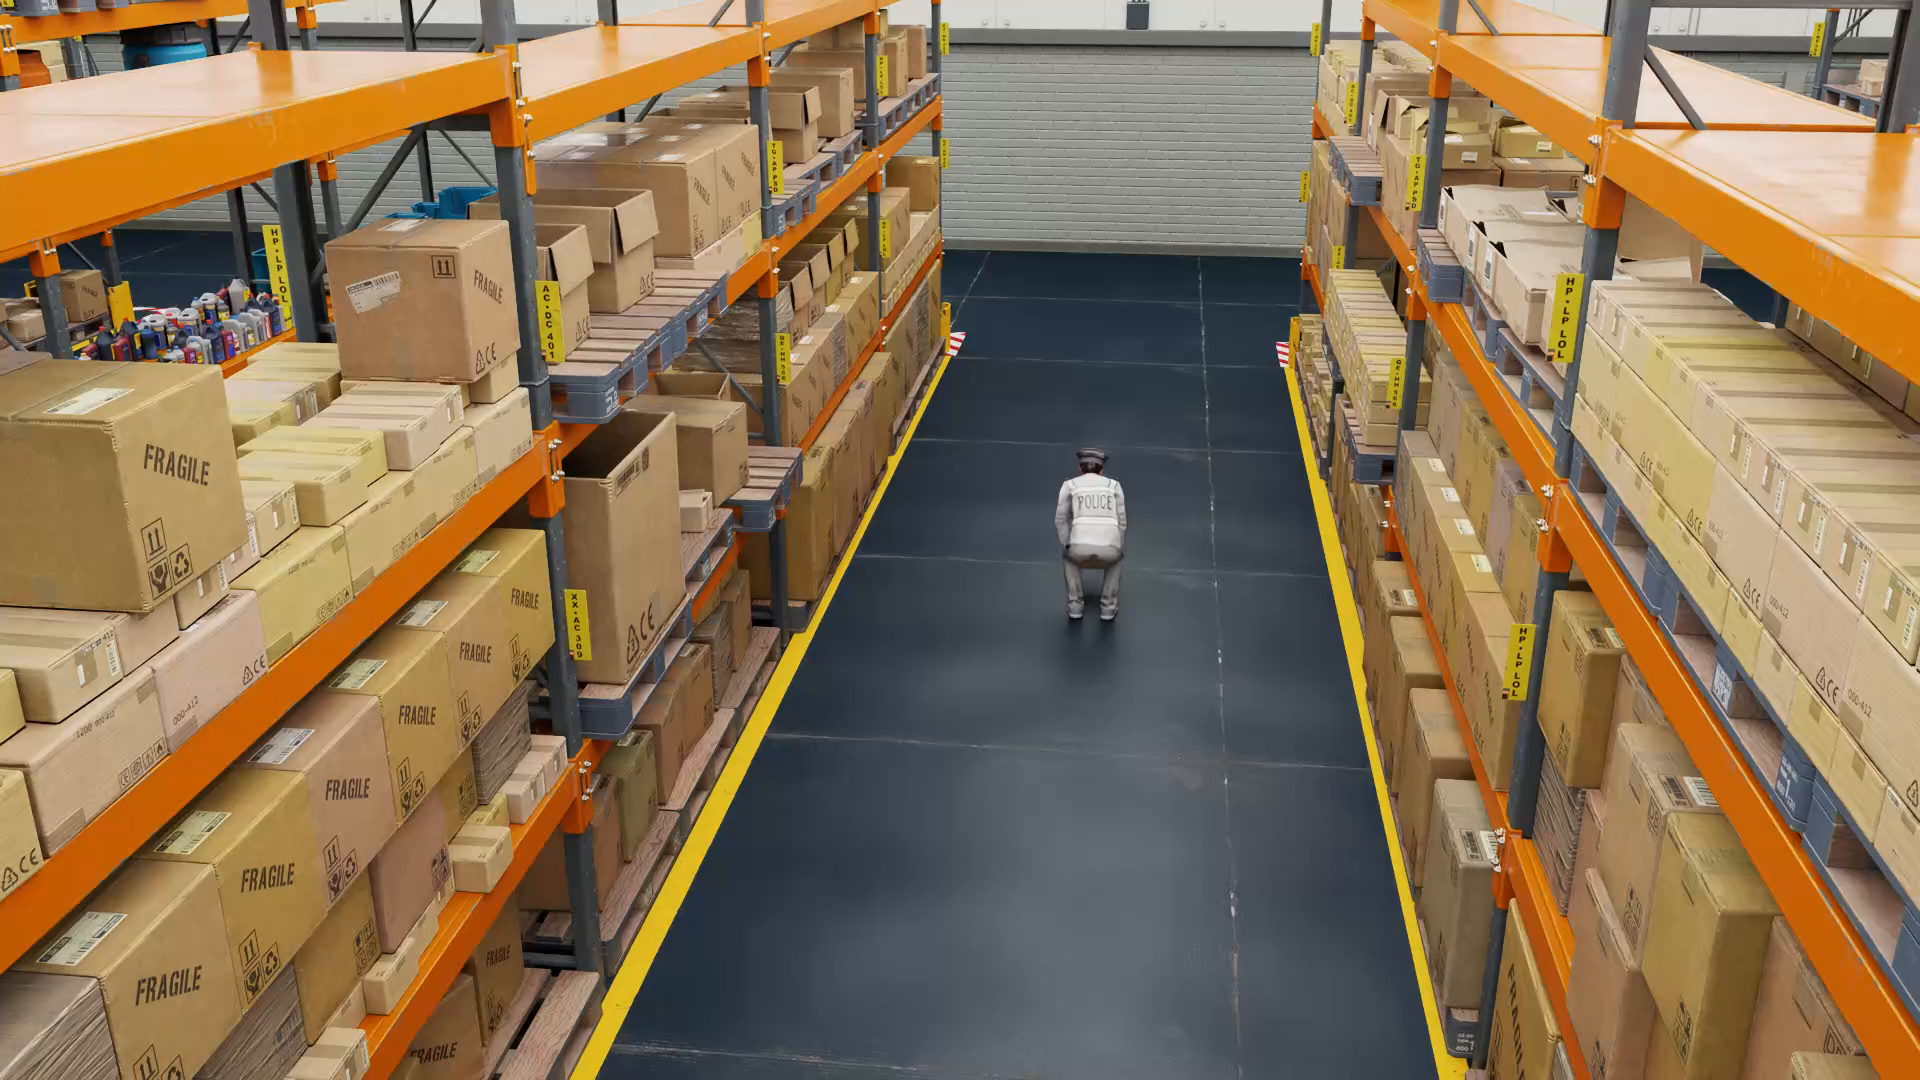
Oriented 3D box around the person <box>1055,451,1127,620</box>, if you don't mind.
[{"bbox_3d":[0.929,-0.033,11.899,0.516,1.139,0.803,2,21,6],"label":"person"}]
